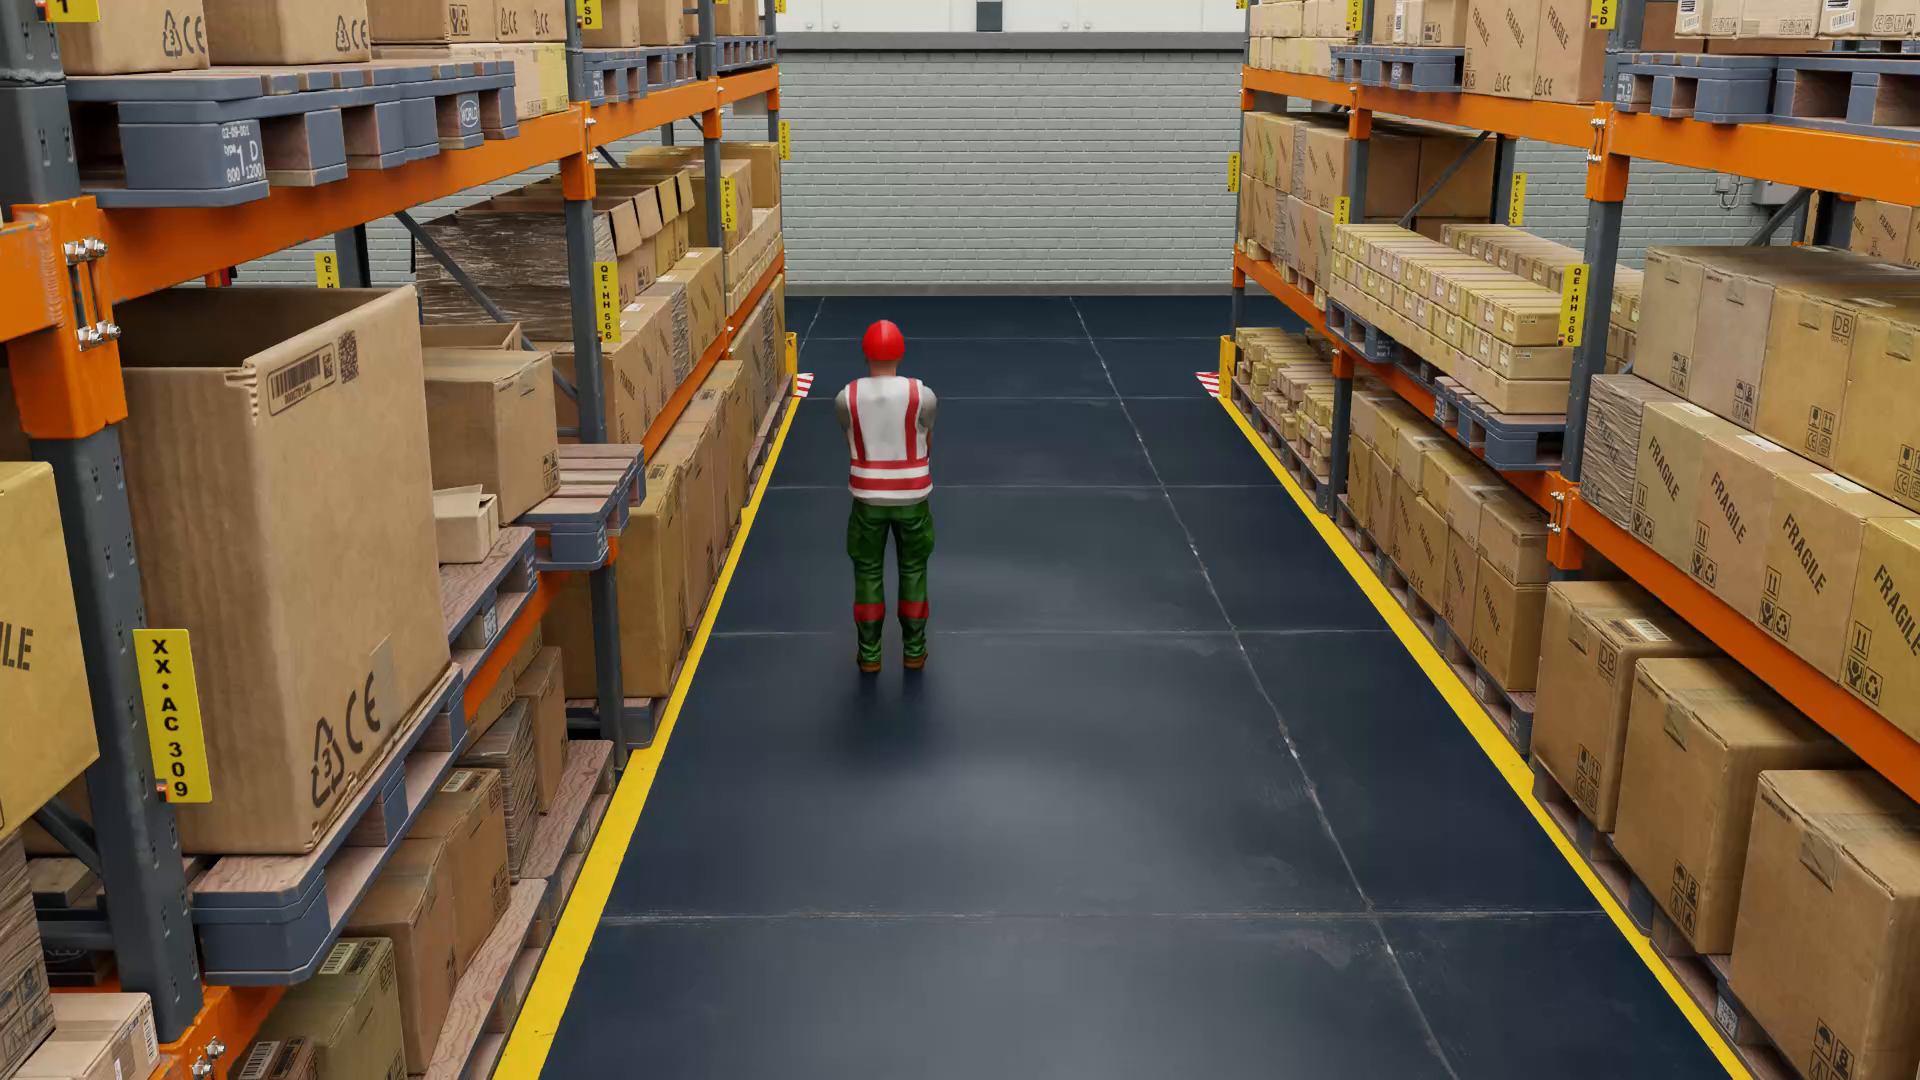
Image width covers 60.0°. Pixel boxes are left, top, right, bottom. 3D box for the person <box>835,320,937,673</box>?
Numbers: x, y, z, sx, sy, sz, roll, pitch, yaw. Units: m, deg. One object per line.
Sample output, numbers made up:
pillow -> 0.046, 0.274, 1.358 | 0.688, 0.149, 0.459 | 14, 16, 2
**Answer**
person -> -0.356, -0.239, 8.297 | 0.494, 1.782, 0.570 | 0, 17, 0
